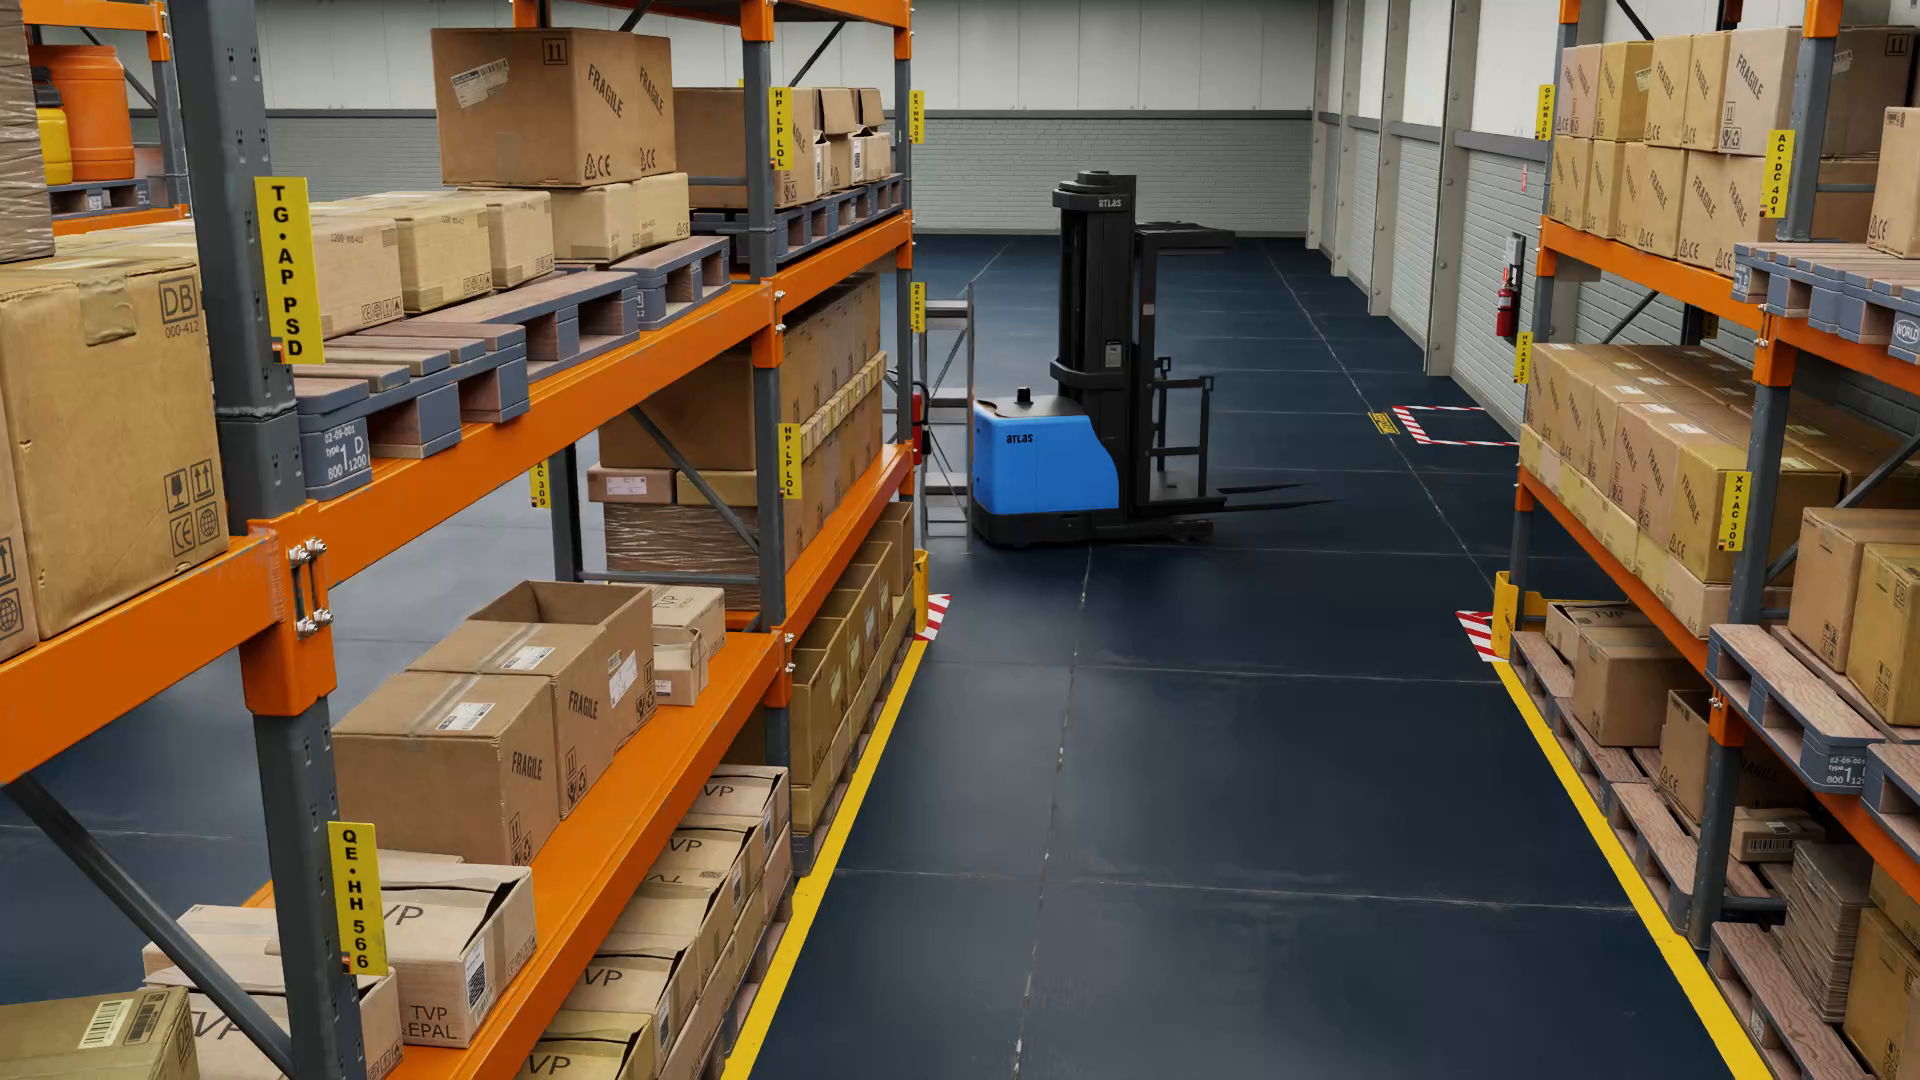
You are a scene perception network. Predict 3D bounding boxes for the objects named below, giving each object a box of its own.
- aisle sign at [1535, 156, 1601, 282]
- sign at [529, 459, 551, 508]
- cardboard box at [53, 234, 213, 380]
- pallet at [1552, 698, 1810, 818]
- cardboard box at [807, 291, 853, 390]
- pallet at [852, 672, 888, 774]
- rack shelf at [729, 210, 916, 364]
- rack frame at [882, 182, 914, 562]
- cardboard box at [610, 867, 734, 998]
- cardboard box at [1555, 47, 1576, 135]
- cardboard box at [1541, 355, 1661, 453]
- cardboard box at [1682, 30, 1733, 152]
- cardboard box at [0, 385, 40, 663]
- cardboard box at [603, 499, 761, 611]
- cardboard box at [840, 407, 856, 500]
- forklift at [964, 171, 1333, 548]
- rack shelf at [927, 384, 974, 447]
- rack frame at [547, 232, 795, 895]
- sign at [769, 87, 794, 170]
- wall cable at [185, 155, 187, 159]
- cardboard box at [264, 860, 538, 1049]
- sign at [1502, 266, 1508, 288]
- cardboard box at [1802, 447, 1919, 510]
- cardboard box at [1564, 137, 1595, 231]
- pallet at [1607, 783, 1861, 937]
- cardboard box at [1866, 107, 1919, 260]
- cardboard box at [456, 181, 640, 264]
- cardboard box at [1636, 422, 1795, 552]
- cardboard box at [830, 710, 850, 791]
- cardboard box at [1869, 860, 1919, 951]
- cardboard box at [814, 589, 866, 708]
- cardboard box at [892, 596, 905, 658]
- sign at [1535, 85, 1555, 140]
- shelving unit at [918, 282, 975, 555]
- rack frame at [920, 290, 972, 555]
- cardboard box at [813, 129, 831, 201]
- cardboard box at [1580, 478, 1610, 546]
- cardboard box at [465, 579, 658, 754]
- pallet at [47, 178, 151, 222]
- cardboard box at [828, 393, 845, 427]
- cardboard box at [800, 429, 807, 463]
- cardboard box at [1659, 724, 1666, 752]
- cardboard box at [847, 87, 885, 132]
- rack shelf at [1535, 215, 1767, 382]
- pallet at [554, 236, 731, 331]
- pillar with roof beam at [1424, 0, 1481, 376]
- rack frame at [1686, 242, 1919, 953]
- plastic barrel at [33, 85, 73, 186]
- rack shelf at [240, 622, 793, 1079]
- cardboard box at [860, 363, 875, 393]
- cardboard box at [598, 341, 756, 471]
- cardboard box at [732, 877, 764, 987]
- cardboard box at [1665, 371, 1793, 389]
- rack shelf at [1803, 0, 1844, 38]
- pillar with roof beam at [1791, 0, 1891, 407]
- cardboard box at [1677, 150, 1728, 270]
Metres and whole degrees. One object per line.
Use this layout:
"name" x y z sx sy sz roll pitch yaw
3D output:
"aisle sign" 3.816 -2.002 10.340 0.394 0.787 0.004 2 15 6
"sign" -1.819 -0.299 7.213 0.100 0.325 0.005 2 15 6
"cardboard box" -1.724 -0.488 3.455 0.500 0.250 0.500 1 15 2
"pallet" 3.831 1.171 8.926 1.003 0.211 1.213 2 15 6
"cardboard box" -0.997 -1.138 9.445 0.700 0.500 0.500 2 15 6
"pallet" -1.001 0.996 9.573 1.003 0.211 1.213 2 15 6
"rack shelf" -1.042 -1.447 8.898 1.077 0.370 4.000 2 15 6
"rack frame" -0.816 -0.865 11.114 1.000 3.000 0.127 2 15 6
"cardboard box" -1.139 1.405 6.110 0.500 0.311 0.500 2 15 6
"cardboard box" 3.822 -2.616 9.697 0.500 0.500 0.500 1 15 2
"cardboard box" 3.688 -0.776 9.599 0.500 0.500 0.500 2 15 6
"cardboard box" 3.494 -1.952 7.243 0.500 0.500 0.500 3 15 9
"cardboard box" -1.792 -0.040 2.124 0.910 0.500 0.500 2 15 6
"cardboard box" -1.224 0.009 7.690 0.700 0.500 0.500 1 15 5
"cardboard box" -0.998 -0.527 9.674 0.700 0.500 0.500 2 15 7
"forklift" 1.605 -1.530 13.706 3.031 2.935 1.130 -3 16 -13
"rack shelf" -0.103 -0.945 13.187 0.431 0.518 0.480 0 15 1
"rack frame" -1.267 0.173 7.277 1.000 3.000 0.127 2 15 6
"sign" -0.727 -1.663 6.727 0.100 0.325 0.005 2 15 6
"wall cable" -21.380 -11.344 44.322 3.097 2.526 0.112 2 15 6
"cardboard box" -1.425 1.027 4.289 0.500 0.311 0.500 2 15 6
"sign" 6.046 -2.866 18.448 0.001 0.329 0.234 2 15 6
"cardboard box" 3.916 -0.097 7.088 0.500 0.500 0.500 1 15 5
"cardboard box" 3.724 -2.008 9.366 0.500 0.500 0.500 3 15 10
"pallet" 3.696 1.488 7.753 1.003 0.211 1.213 2 15 6
"cardboard box" 3.514 -1.242 5.766 0.500 0.500 0.500 4 16 14
"cardboard box" -1.406 -1.104 5.733 0.500 0.250 0.500 0 15 1
"cardboard box" 3.452 -0.243 7.626 0.500 0.500 0.500 2 15 6
"cardboard box" -0.852 1.056 8.472 0.500 0.250 0.500 2 15 6
"cardboard box" 3.542 1.256 5.781 0.500 0.250 0.500 1 15 5
"cardboard box" -0.791 0.565 8.853 0.500 0.500 0.500 2 15 6
"cardboard box" -0.627 0.538 10.390 0.500 0.250 0.500 2 15 6
"sign" 3.567 -2.606 10.131 0.100 0.325 0.005 2 15 6
"shelving unit" -0.103 -0.958 13.183 0.431 2.100 0.503 0 15 1
"rack frame" -0.108 -0.895 12.948 0.400 2.100 0.015 0 15 1
"cardboard box" -0.888 -1.765 7.796 0.500 0.311 0.500 1 15 3
"cardboard box" 3.569 -0.142 8.689 0.500 0.250 0.500 2 15 7
"cardboard box" -1.430 0.460 6.024 0.500 0.500 0.500 3 15 10
"pallet" -5.928 -2.157 10.507 1.003 0.211 1.213 2 15 6
"cardboard box" -0.843 -0.719 9.141 0.380 0.149 0.250 1 15 5
"cardboard box" -0.961 -0.453 8.156 0.380 0.149 0.250 2 15 6
"cardboard box" 3.855 1.067 8.588 0.380 0.149 0.250 0 15 2
"cardboard box" -0.885 -2.484 10.085 0.797 0.503 0.637 3 15 10
"rack shelf" 3.881 -1.302 8.362 1.077 0.370 4.000 2 15 6
"pallet" -1.354 -0.954 6.063 0.805 0.209 1.217 1 15 4
"pillar with roof beam" 1.963 -6.648 21.008 9.100 9.000 0.400 2 15 6
"rack frame" 3.655 0.318 6.741 1.000 3.000 0.127 2 15 6
"plastic barrel" -5.740 -2.454 10.079 0.600 0.588 0.600 0 15 0
"rack shelf" -1.493 1.039 5.453 1.077 0.370 4.000 2 15 6
"cardboard box" -0.727 -0.987 10.132 0.380 0.149 0.250 1 15 5
"cardboard box" -1.224 -0.617 7.521 0.700 0.500 0.500 2 15 7
"cardboard box" -1.085 1.545 6.667 0.500 0.250 0.500 1 15 5
"cardboard box" 4.144 -0.626 9.043 0.500 0.500 0.500 1 15 5
"rack shelf" 3.429 -1.519 4.186 1.077 0.370 4.000 2 15 6
"pillar with roof beam" 0.609 -3.536 9.498 9.100 9.000 0.400 2 15 6
"cardboard box" 3.536 -1.457 7.329 0.500 0.500 0.500 0 15 2
